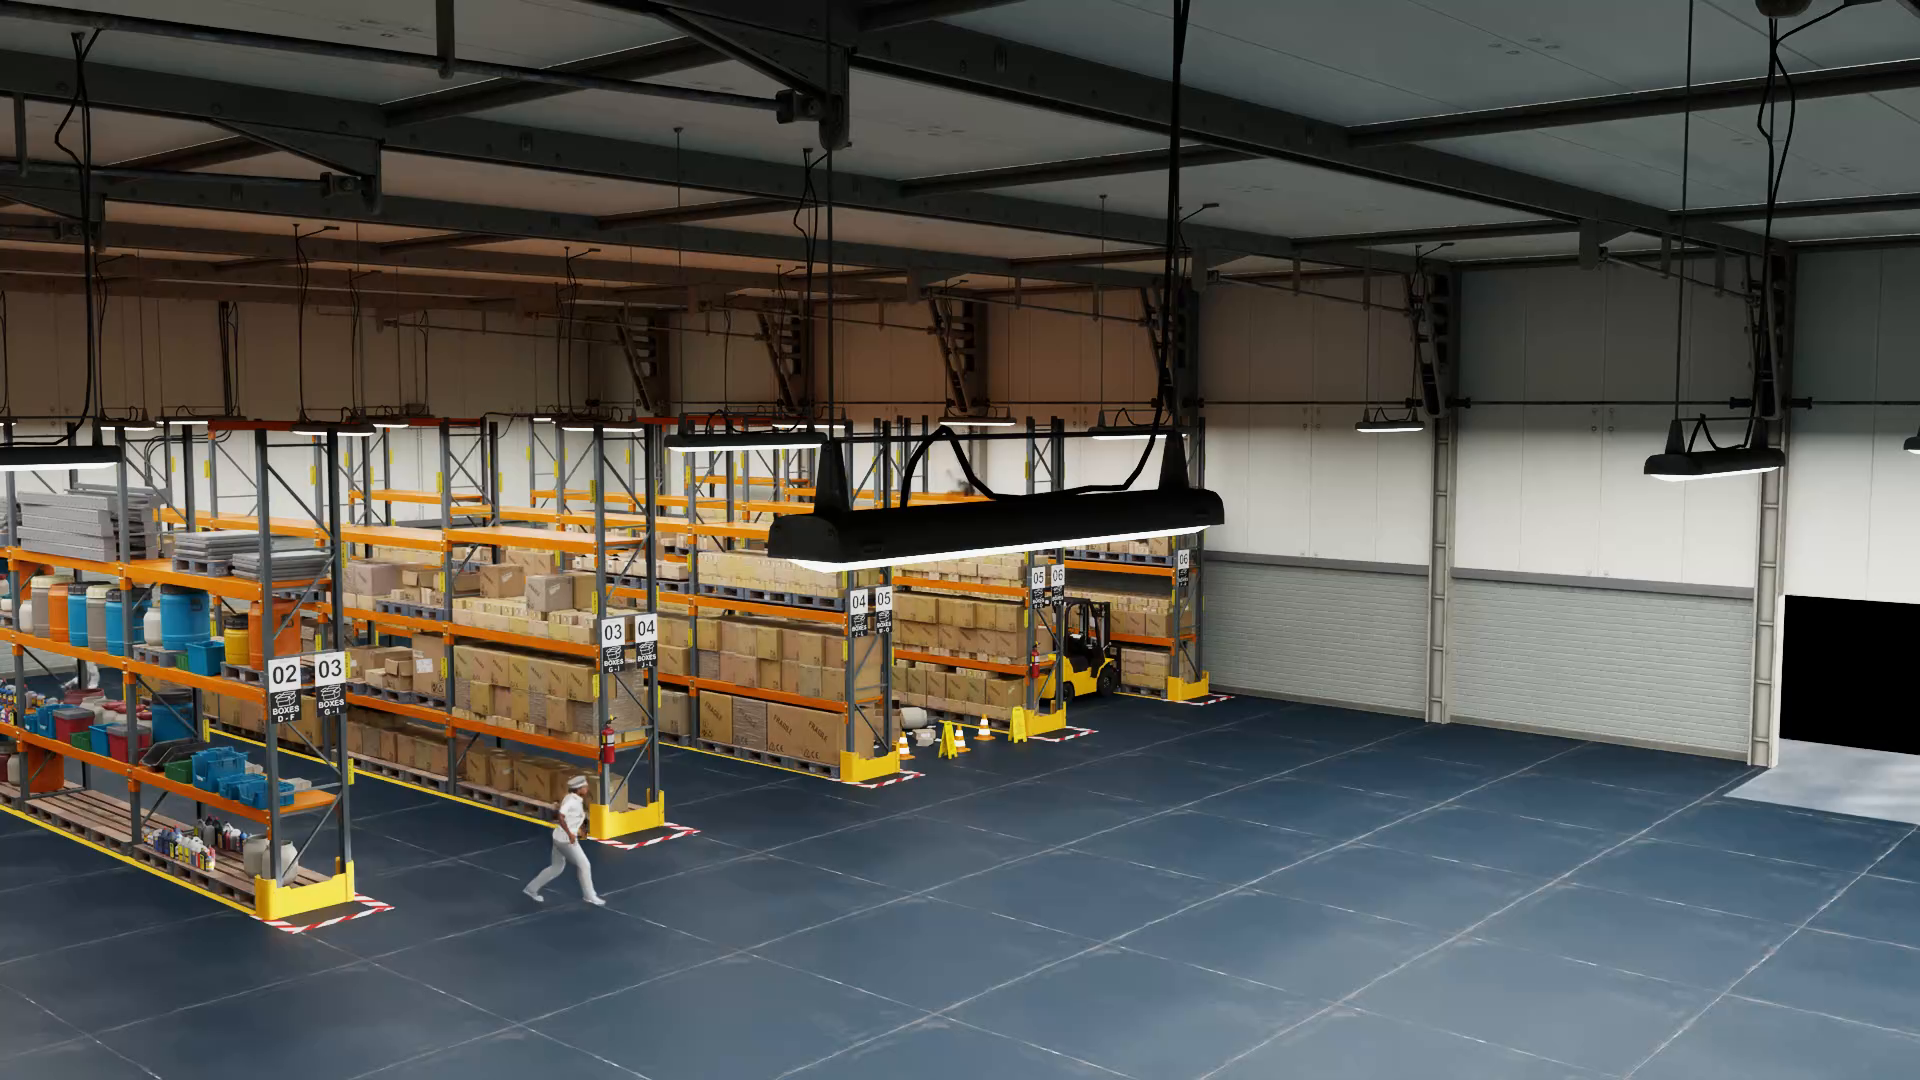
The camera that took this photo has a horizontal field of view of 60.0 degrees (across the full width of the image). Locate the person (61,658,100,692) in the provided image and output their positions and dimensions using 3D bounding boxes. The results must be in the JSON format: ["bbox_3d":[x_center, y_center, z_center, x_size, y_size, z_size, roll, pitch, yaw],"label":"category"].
[{"bbox_3d":[-18.523,2.542,35.107,0.819,1.754,0.666,-4,6,-43],"label":"person"}]

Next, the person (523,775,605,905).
[{"bbox_3d":[-4.955,3.781,20.770,1.004,1.664,0.600,-1,5,-16],"label":"person"}]
